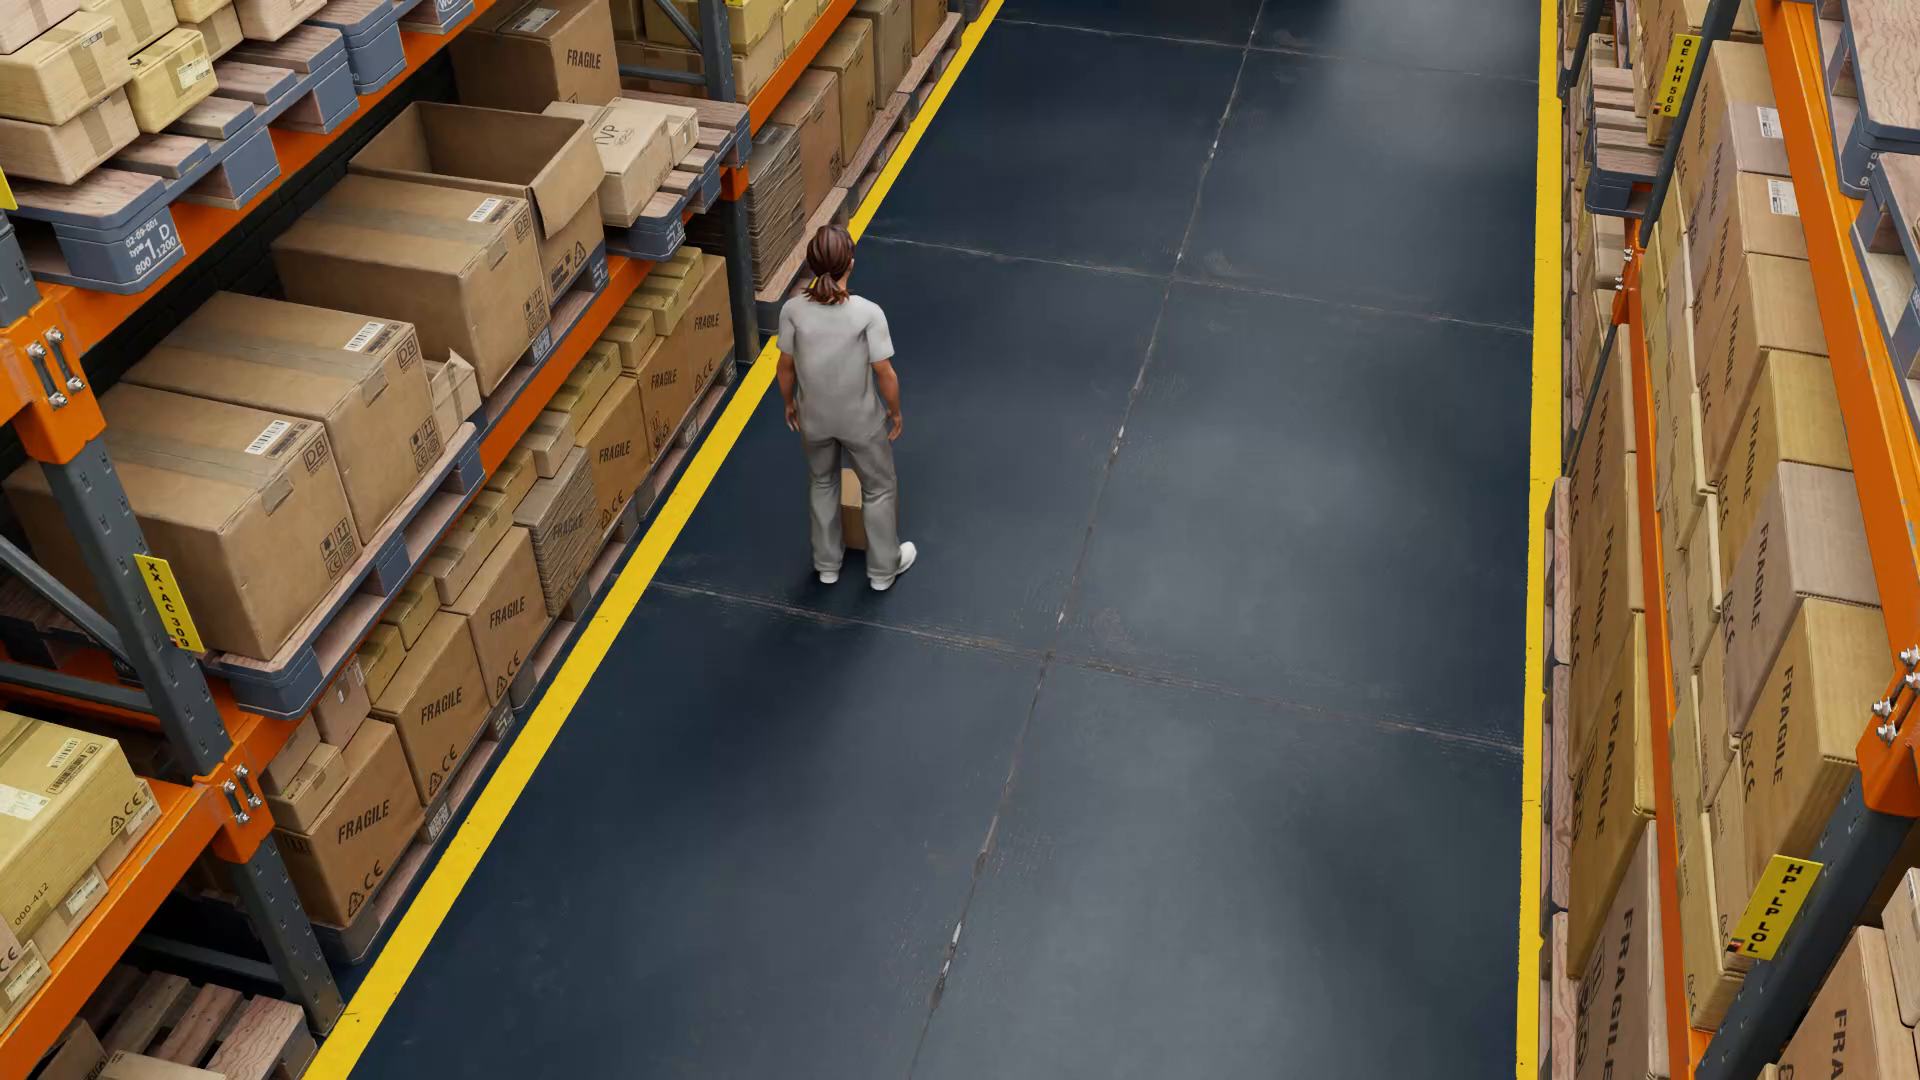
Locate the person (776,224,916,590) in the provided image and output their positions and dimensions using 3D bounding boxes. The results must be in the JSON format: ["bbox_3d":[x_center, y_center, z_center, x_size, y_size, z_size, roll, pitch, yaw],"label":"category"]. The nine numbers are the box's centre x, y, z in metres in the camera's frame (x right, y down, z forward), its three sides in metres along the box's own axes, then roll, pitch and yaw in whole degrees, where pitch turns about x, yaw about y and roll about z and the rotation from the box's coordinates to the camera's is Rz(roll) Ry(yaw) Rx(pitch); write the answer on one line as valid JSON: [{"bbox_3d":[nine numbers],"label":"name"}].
[{"bbox_3d":[-0.470,-0.504,6.737,0.514,1.672,0.357,7,42,8],"label":"person"}]
